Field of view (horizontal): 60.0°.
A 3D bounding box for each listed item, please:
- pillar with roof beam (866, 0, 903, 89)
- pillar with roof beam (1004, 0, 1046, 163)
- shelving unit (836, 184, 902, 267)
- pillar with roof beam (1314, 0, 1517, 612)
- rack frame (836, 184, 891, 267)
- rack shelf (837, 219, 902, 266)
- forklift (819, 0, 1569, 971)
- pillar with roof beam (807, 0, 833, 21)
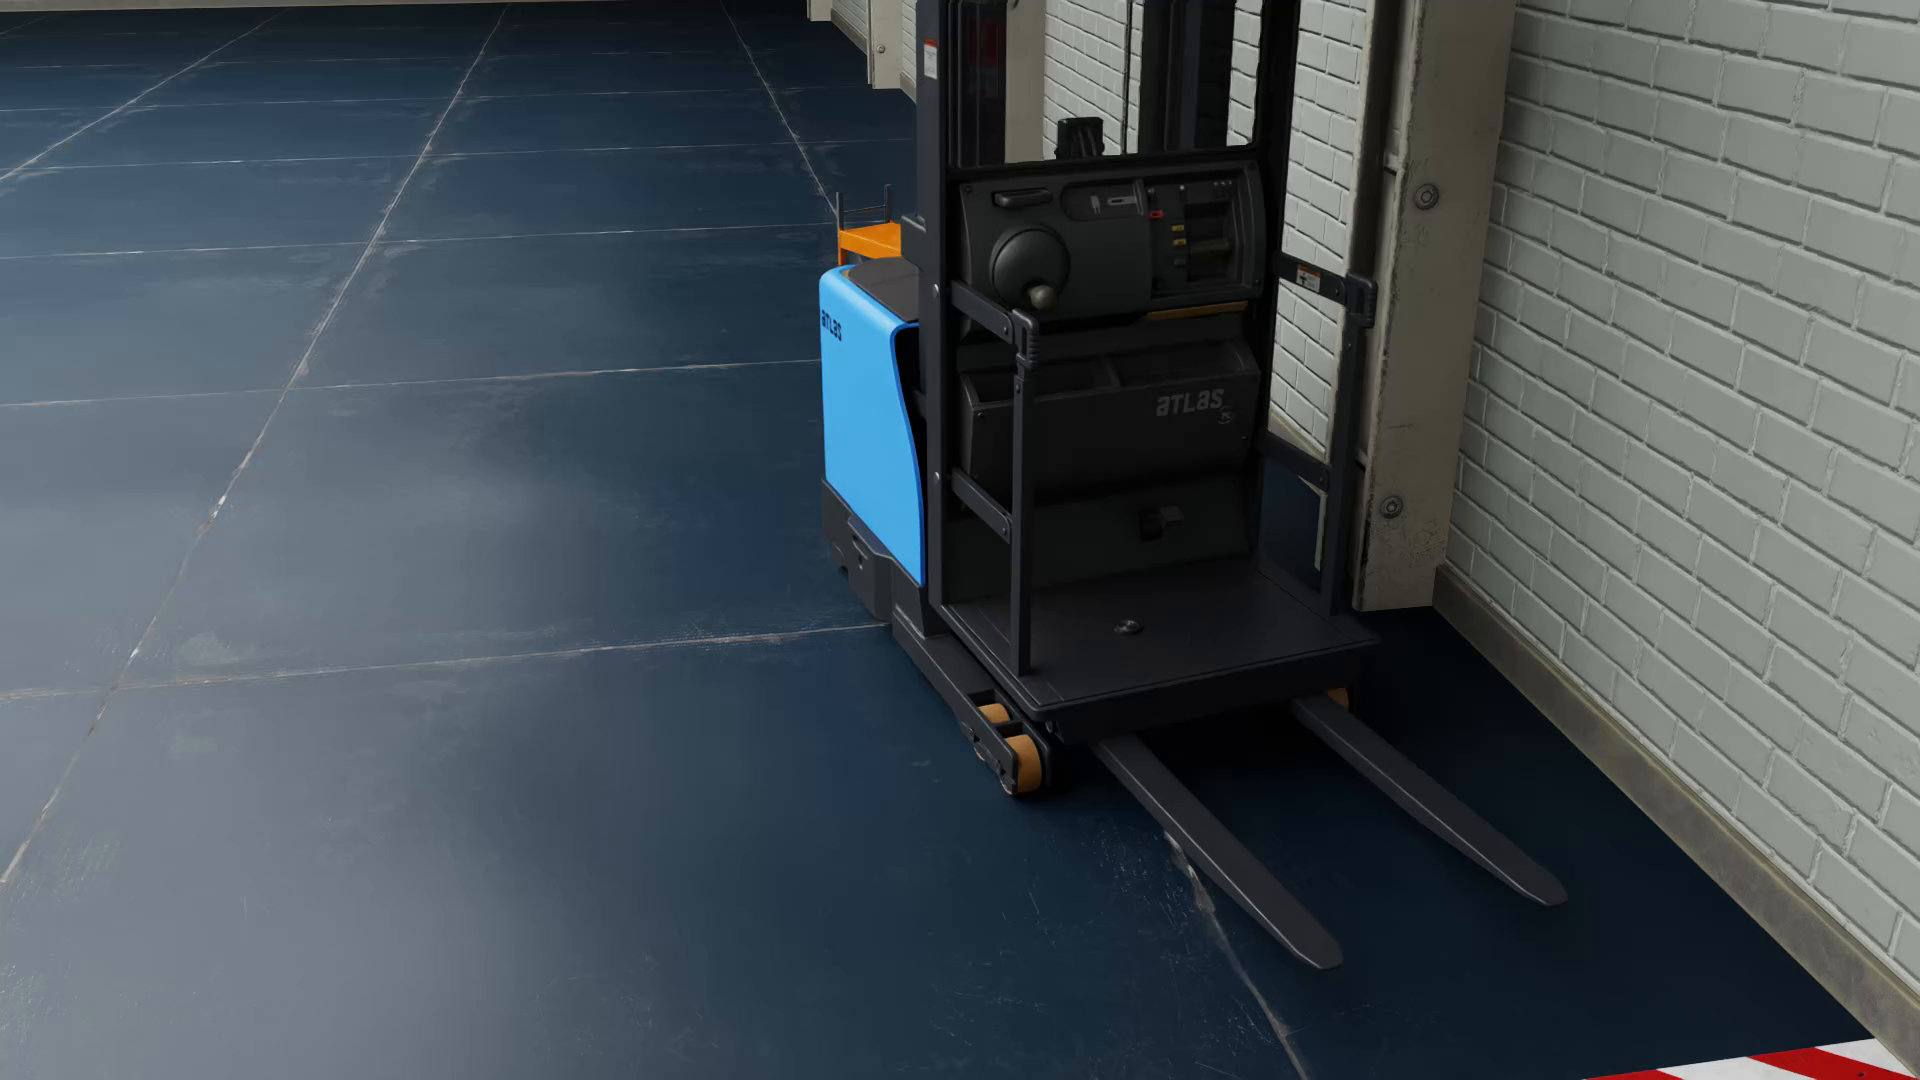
[{"bbox_3d":[-4.976,-8.369,14.170,9.100,9.000,0.400,-4,24,-10],"label":"pillar with roof beam"},{"bbox_3d":[-3.866,-6.009,8.766,9.100,9.000,0.400,-4,24,-10],"label":"pillar with roof beam"},{"bbox_3d":[-0.218,-0.705,6.364,0.258,1.200,0.503,-17,29,-33],"label":"shelving unit"},{"bbox_3d":[-2.757,-3.649,3.362,9.100,9.000,0.400,-4,24,-10],"label":"pillar with roof beam"},{"bbox_3d":[-0.365,-0.783,6.543,0.240,1.200,0.015,-17,29,-33],"label":"rack frame"},{"bbox_3d":[-0.218,-1.065,6.207,0.258,0.148,0.480,-17,29,-33],"label":"rack shelf"},{"bbox_3d":[0.521,-0.826,4.479,1.130,2.935,3.031,-9,25,-20],"label":"forklift"},{"bbox_3d":[-6.085,-10.729,19.573,9.100,9.000,0.400,-4,24,-10],"label":"pillar with roof beam"}]
